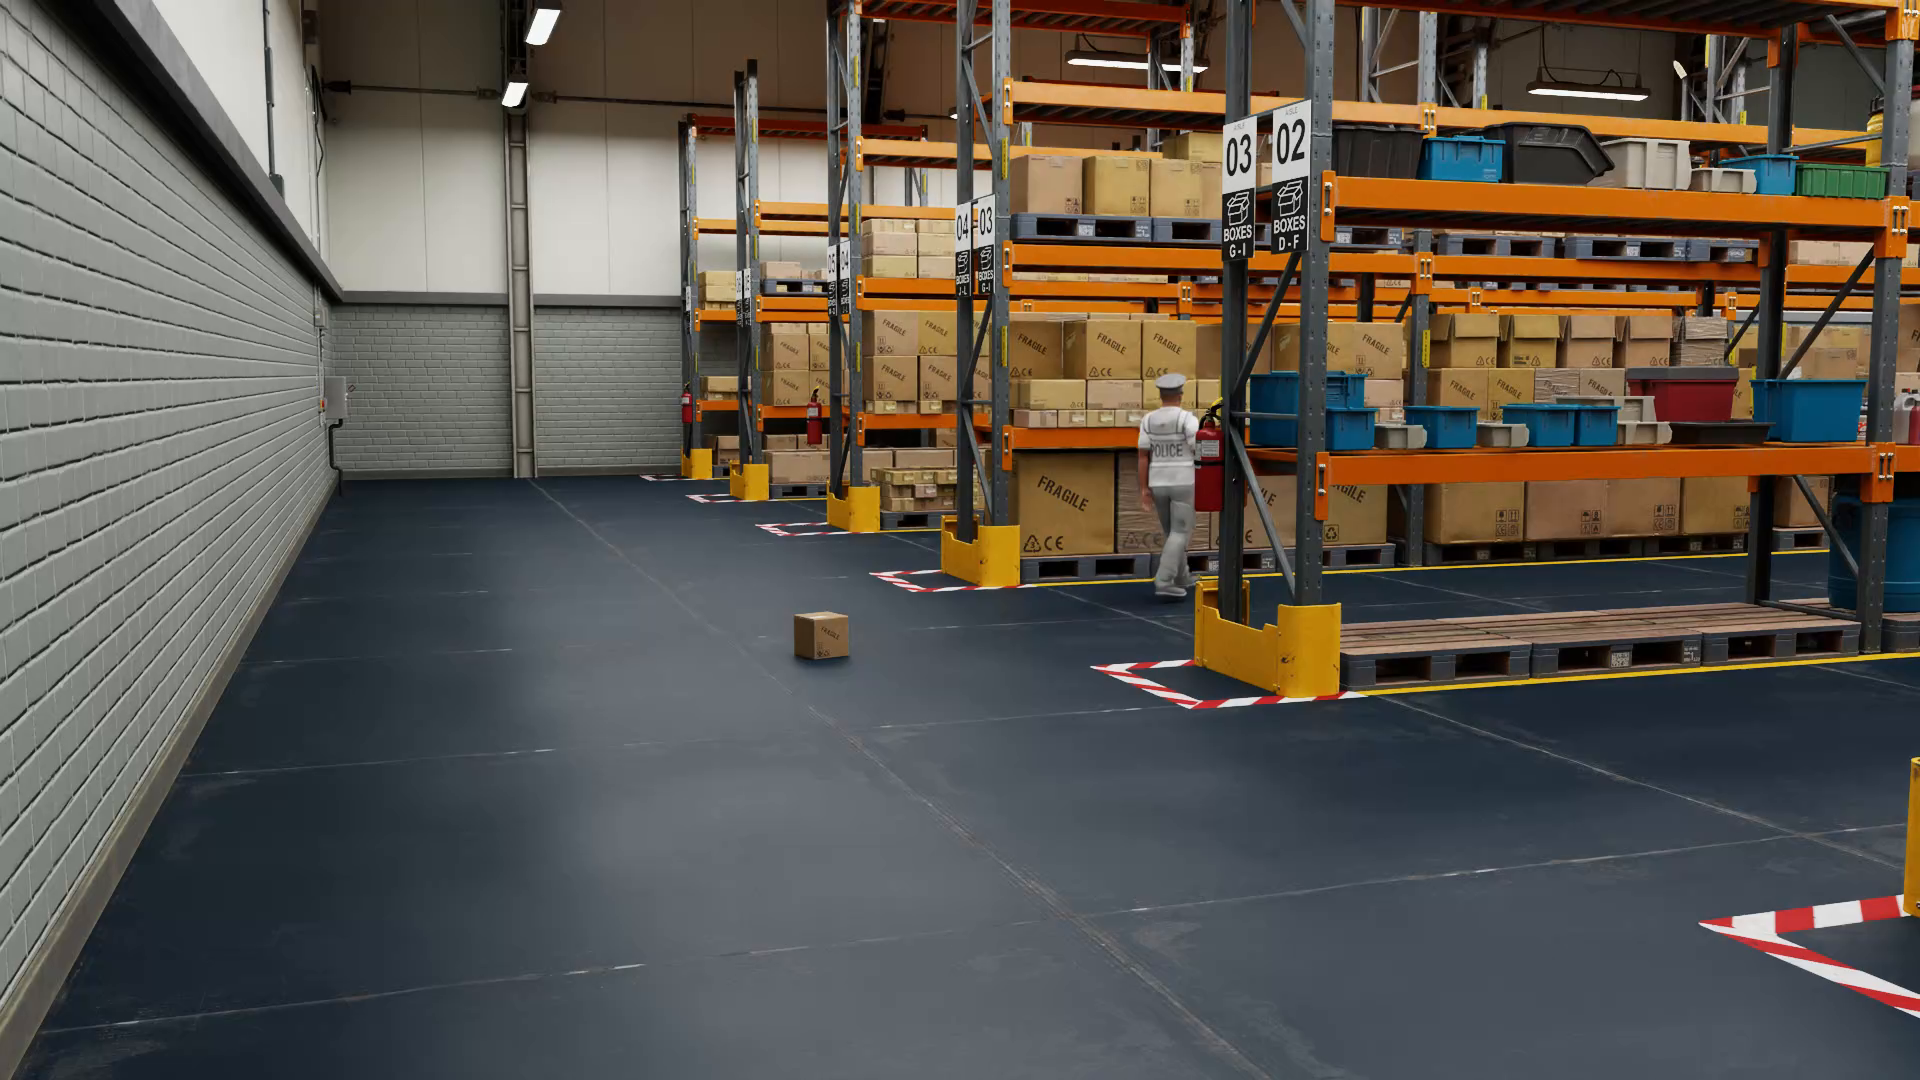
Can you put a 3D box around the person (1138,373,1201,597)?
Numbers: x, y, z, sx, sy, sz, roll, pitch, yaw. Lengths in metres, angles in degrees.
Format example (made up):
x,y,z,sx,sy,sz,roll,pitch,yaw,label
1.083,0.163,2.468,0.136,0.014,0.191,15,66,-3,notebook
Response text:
x,y,z,sx,sy,sz,roll,pitch,yaw,label
1.755,-0.441,13.009,0.538,1.728,0.920,5,8,42,person
